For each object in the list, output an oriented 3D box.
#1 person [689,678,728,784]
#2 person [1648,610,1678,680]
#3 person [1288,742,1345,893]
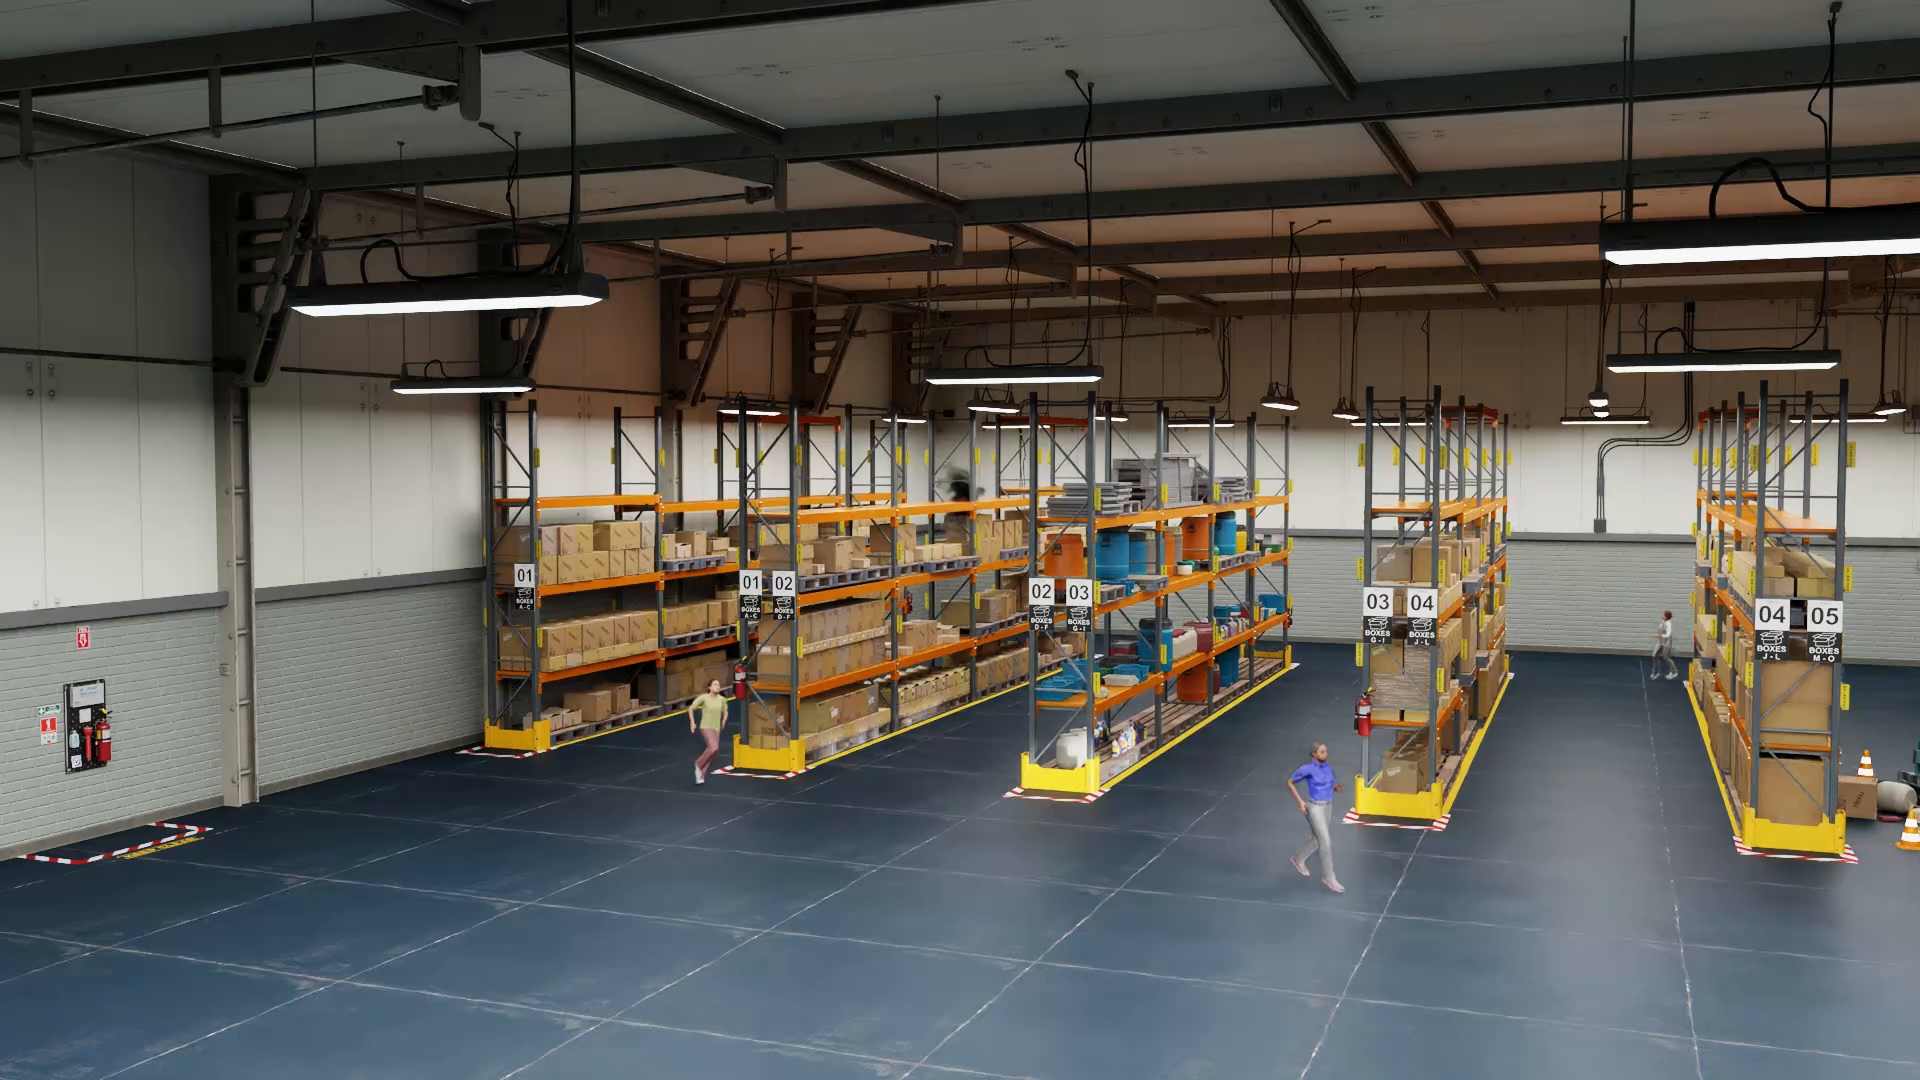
[{"bbox_3d":[-3.794,2.931,25.562,0.593,1.613,0.558,-2,4,-37],"label":"person"},{"bbox_3d":[15.893,2.388,37.373,0.657,1.597,0.523,0,3,-6],"label":"person"},{"bbox_3d":[4.185,3.197,19.456,0.562,1.682,0.885,-2,4,-39],"label":"person"}]
